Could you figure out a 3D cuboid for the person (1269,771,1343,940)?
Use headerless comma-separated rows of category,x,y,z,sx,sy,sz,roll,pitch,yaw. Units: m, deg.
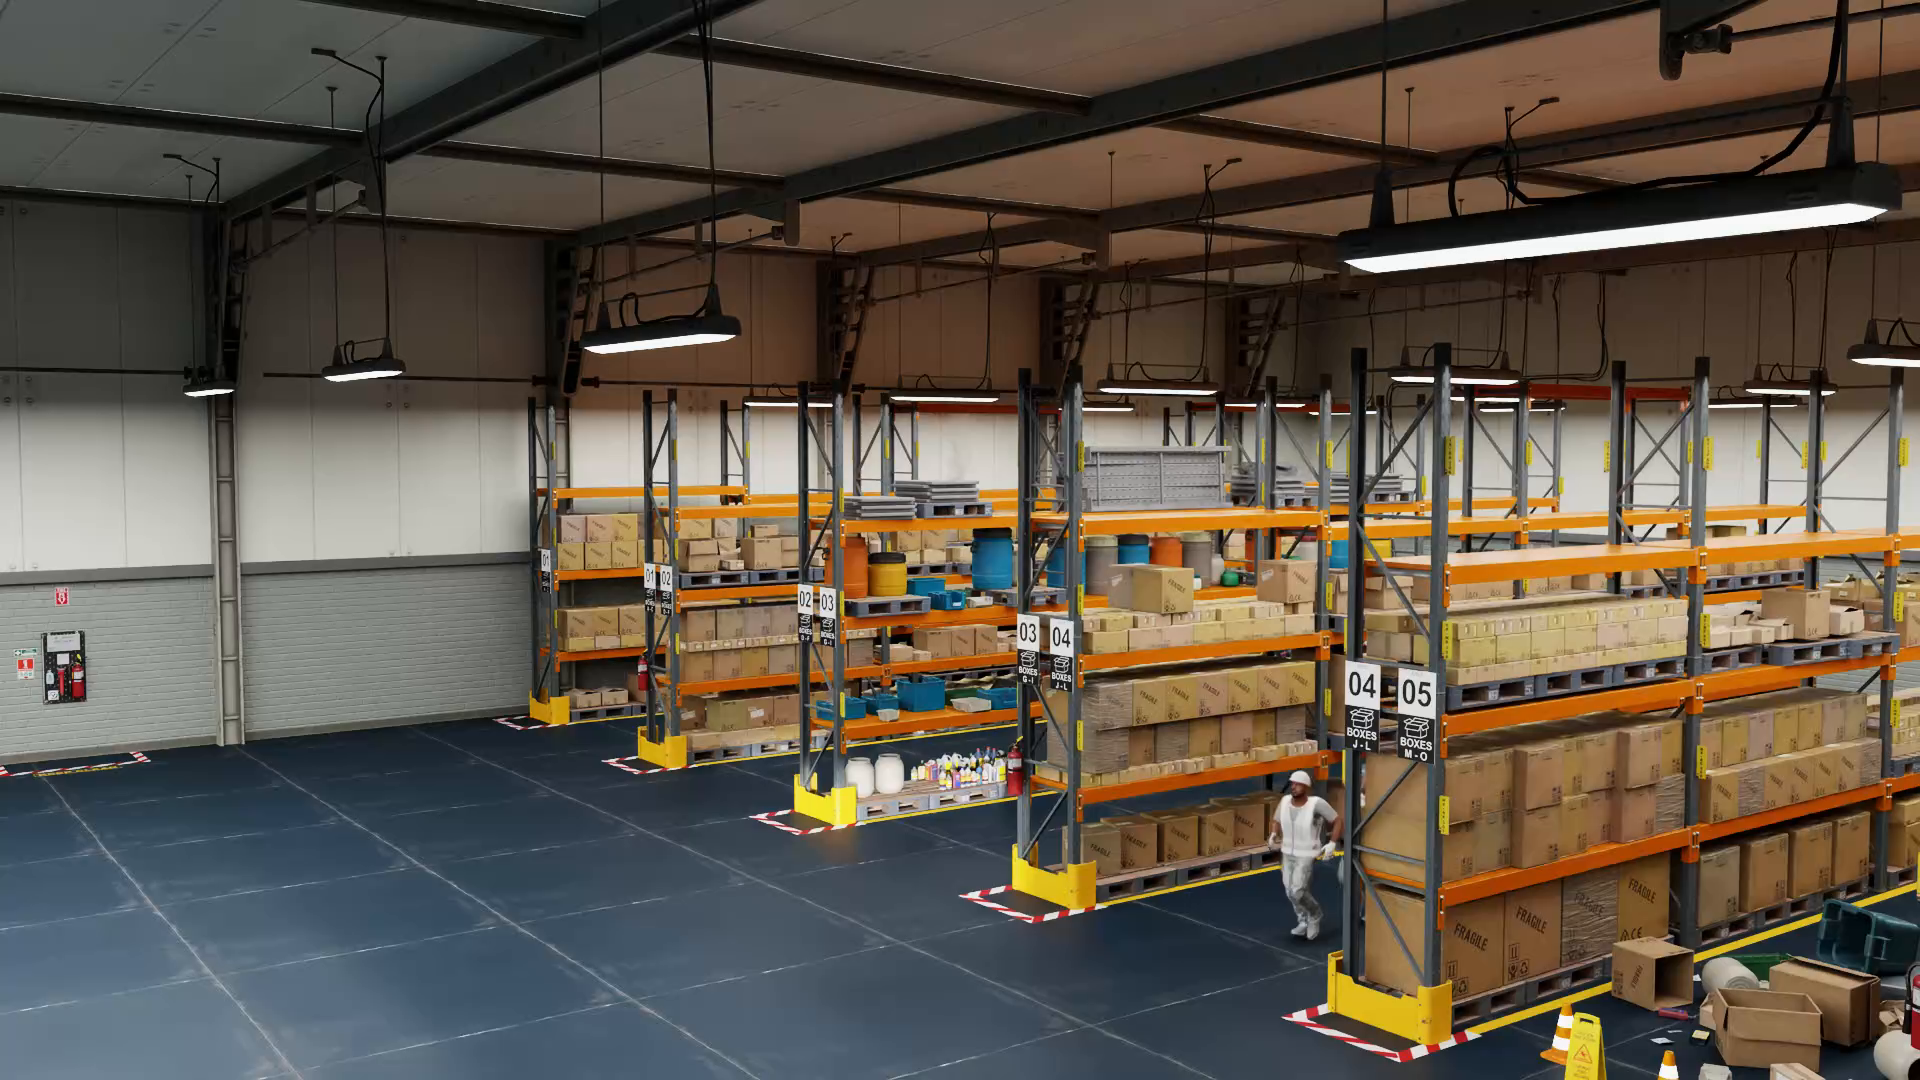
person,3.505,3.266,17.181,0.638,1.759,0.721,-3,5,-45

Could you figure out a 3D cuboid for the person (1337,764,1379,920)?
person,4.326,3.237,17.705,0.654,1.749,0.692,3,4,38
